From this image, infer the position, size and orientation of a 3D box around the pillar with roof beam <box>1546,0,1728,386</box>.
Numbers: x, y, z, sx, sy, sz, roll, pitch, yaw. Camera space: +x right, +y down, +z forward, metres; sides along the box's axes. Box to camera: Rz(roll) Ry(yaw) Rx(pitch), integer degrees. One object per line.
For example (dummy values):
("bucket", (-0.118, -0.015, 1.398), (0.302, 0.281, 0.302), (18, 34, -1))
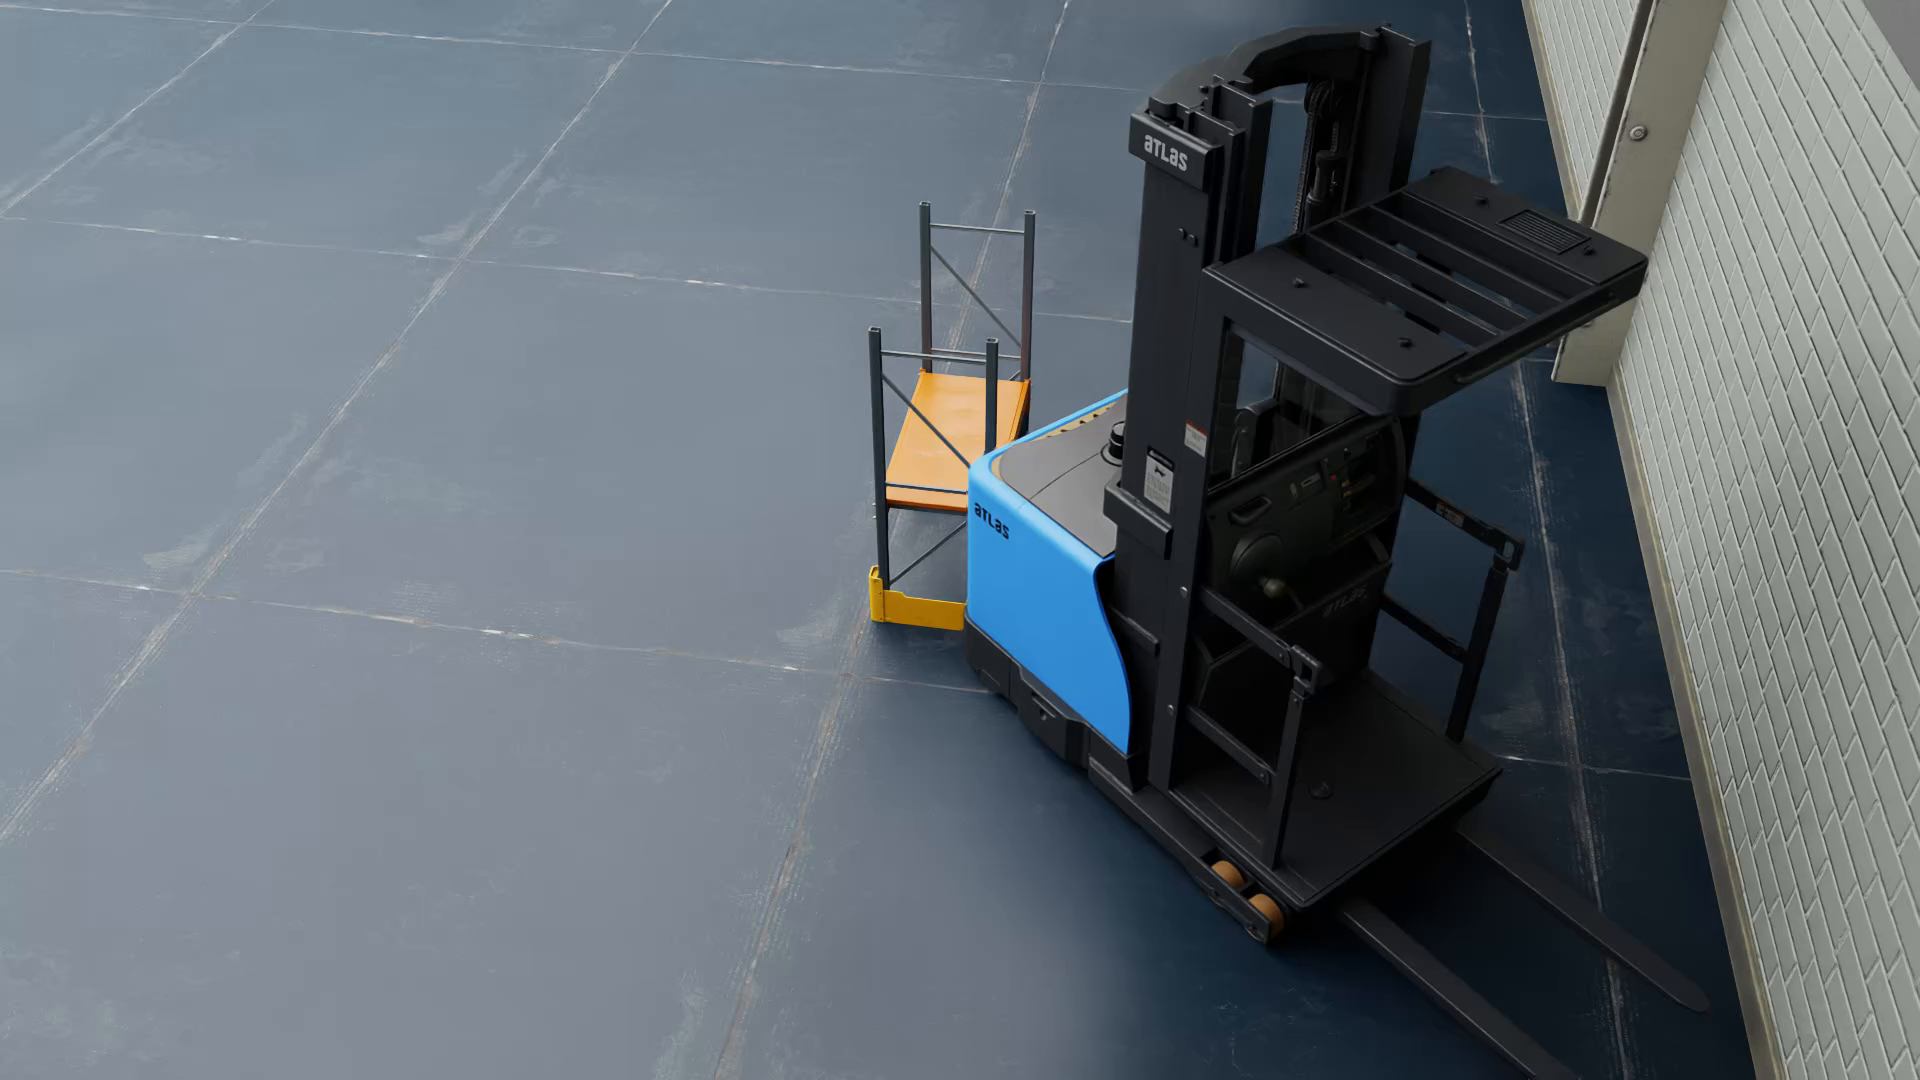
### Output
("pillar with roof beam", (-0.933, -4.886, 6.598), (9.100, 9.000, 0.400), (6, 40, 8))

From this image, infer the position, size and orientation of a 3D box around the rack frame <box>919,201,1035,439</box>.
("rack frame", (0.073, -0.844, 7.593), (0.500, 1.500, 0.032), (6, 40, 8))

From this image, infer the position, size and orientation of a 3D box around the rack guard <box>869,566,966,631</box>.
("rack guard", (-0.099, 0.264, 7.234), (0.587, 0.250, 0.087), (6, 40, 8))

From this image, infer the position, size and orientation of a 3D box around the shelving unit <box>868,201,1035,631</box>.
("shelving unit", (-0.013, -0.530, 7.214), (0.587, 1.500, 1.083), (6, 40, 8))

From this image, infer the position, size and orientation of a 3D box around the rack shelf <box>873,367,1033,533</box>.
("rack shelf", (-0.015, -0.386, 7.322), (0.538, 0.185, 1.000), (6, 40, 8))

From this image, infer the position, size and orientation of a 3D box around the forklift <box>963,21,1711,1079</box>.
("forklift", (1.312, -0.046, 5.506), (1.130, 2.935, 3.031), (-26, 46, -28))

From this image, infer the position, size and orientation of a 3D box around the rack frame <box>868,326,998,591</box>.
("rack frame", (-0.103, -0.205, 6.821), (0.500, 1.500, 0.032), (6, 40, 8))
